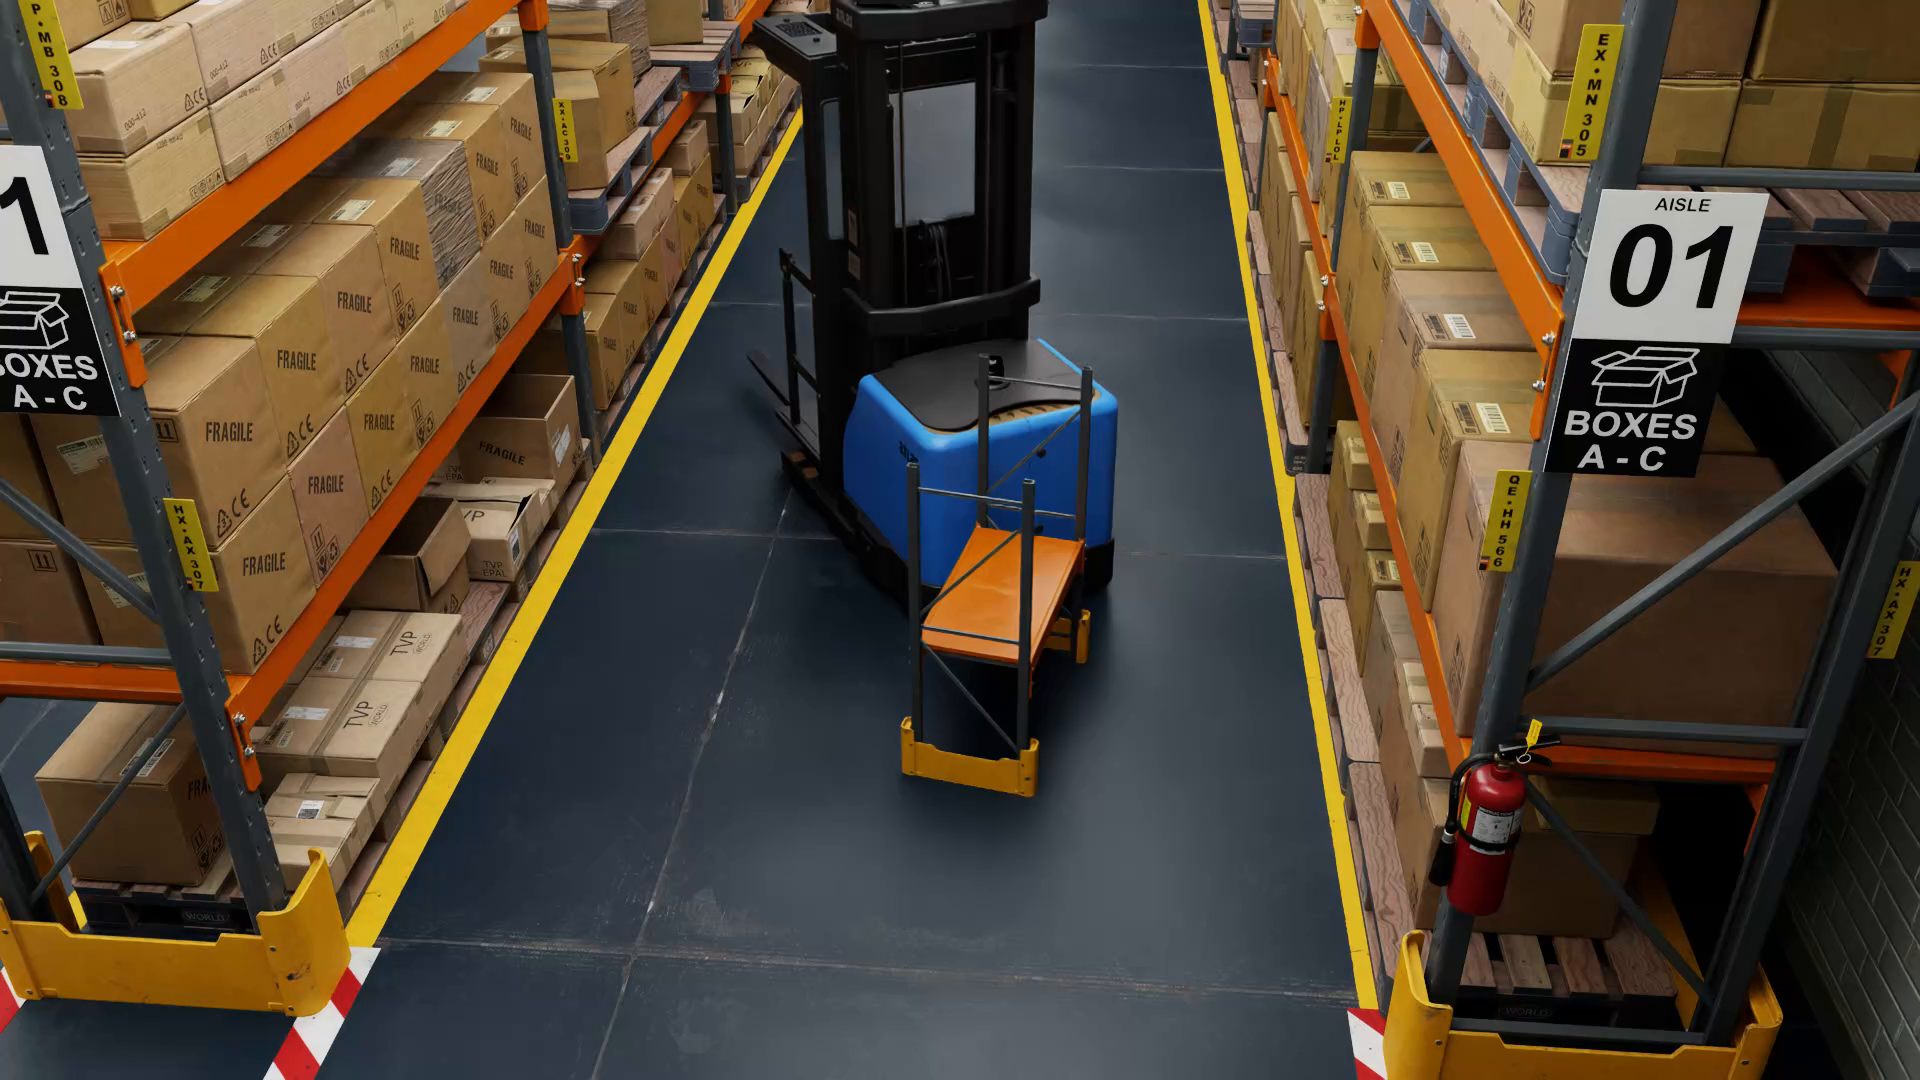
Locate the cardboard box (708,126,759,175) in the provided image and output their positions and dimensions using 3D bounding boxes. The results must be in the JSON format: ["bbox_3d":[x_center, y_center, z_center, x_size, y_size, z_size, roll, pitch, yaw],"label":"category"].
[{"bbox_3d":[-1.886,-3.089,13.125,0.500,0.250,0.500,2,32,4],"label":"cardboard box"}]

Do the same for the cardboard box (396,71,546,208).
[{"bbox_3d":[-2.330,-1.921,7.960,0.500,0.500,0.500,3,32,4],"label":"cardboard box"}]

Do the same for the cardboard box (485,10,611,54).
[{"bbox_3d":[-2.464,-2.876,10.062,0.700,0.500,0.500,-5,32,-9],"label":"cardboard box"}]

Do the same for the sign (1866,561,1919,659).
[{"bbox_3d":[2.618,0.197,4.670,0.100,0.325,0.005,2,32,4],"label":"sign"}]

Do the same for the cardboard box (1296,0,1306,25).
[{"bbox_3d":[2.343,-3.338,10.195,0.500,0.250,0.500,3,32,4],"label":"cardboard box"}]

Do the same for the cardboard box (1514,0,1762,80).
[{"bbox_3d":[1.853,-1.575,4.520,0.500,0.500,0.500,2,32,4],"label":"cardboard box"}]

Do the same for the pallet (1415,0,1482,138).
[{"bbox_3d":[2.212,-1.694,5.866,1.003,0.211,1.213,2,32,4],"label":"pallet"}]

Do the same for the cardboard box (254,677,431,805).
[{"bbox_3d":[-2.505,0.813,6.773,0.500,0.250,0.500,2,32,4],"label":"cardboard box"}]

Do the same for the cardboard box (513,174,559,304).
[{"bbox_3d":[-2.332,-1.499,8.227,0.500,0.500,0.500,3,32,5],"label":"cardboard box"}]

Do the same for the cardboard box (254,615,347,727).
[{"bbox_3d":[-2.966,0.556,7.190,0.500,0.250,0.500,2,32,4],"label":"cardboard box"}]

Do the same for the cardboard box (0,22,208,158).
[{"bbox_3d":[-2.571,-1.320,4.841,0.500,0.250,0.500,2,32,4],"label":"cardboard box"}]

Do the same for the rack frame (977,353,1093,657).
[{"bbox_3d":[0.323,-0.127,7.527,0.500,1.500,0.032,9,33,14],"label":"rack frame"}]

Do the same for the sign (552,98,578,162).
[{"bbox_3d":[-2.005,-2.078,8.437,0.100,0.325,0.005,2,32,4],"label":"sign"}]

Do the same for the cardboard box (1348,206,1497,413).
[{"bbox_3d":[2.265,-0.982,7.198,0.980,0.700,0.700,2,32,3],"label":"cardboard box"}]

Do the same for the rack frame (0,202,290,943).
[{"bbox_3d":[-2.872,0.363,5.301,1.000,3.000,0.127,2,32,4],"label":"rack frame"}]

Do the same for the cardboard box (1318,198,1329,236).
[{"bbox_3d":[2.133,-1.742,8.938,0.380,0.149,0.250,3,32,5],"label":"cardboard box"}]

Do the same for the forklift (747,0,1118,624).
[{"bbox_3d":[-0.339,-1.575,8.512,1.130,2.935,3.031,-14,34,-22],"label":"forklift"}]

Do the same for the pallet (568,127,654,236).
[{"bbox_3d":[-2.373,-2.060,9.416,1.003,0.211,1.213,2,32,4],"label":"pallet"}]

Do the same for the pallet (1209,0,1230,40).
[{"bbox_3d":[3.158,-5.507,17.485,1.003,0.211,1.213,2,32,4],"label":"pallet"}]

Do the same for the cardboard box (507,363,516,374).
[{"bbox_3d":[-2.792,-1.122,9.674,0.500,0.500,0.500,2,32,4],"label":"cardboard box"}]

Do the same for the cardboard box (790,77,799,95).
[{"bbox_3d":[-1.724,-4.159,14.859,0.500,0.250,0.500,3,32,5],"label":"cardboard box"}]

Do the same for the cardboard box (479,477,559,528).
[{"bbox_3d":[-2.281,-0.193,8.503,0.380,0.149,0.250,2,32,4],"label":"cardboard box"}]

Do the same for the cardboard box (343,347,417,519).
[{"bbox_3d":[-2.493,-0.432,6.497,0.500,0.500,0.500,2,32,4],"label":"cardboard box"}]

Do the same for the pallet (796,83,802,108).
[{"bbox_3d":[-1.917,-4.338,15.587,1.003,0.211,1.213,2,32,4],"label":"pallet"}]

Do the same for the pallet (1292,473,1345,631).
[{"bbox_3d":[2.251,0.063,8.447,1.003,0.211,1.213,2,32,4],"label":"pallet"}]

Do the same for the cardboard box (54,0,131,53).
[{"bbox_3d":[-2.847,-1.651,4.663,0.700,0.500,0.500,2,32,4],"label":"cardboard box"}]

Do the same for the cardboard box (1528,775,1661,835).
[{"bbox_3d":[2.212,0.886,5.818,0.380,0.149,0.250,3,32,4],"label":"cardboard box"}]

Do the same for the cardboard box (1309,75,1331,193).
[{"bbox_3d":[2.209,-2.216,9.088,0.500,0.500,0.500,3,32,4],"label":"cardboard box"}]

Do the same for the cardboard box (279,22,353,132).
[{"bbox_3d":[-2.485,-1.630,5.820,0.500,0.250,0.500,2,32,4],"label":"cardboard box"}]

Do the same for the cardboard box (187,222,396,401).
[{"bbox_3d":[-2.493,-0.861,6.239,0.500,0.500,0.500,3,32,5],"label":"cardboard box"}]

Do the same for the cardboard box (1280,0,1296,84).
[{"bbox_3d":[2.370,-3.271,10.802,0.500,0.500,0.500,3,32,6],"label":"cardboard box"}]

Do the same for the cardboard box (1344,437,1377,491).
[{"bbox_3d":[2.018,-0.352,7.825,0.380,0.149,0.250,3,32,6],"label":"cardboard box"}]

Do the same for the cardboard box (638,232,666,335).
[{"bbox_3d":[-2.184,-1.634,10.506,0.500,0.500,0.500,3,32,5],"label":"cardboard box"}]

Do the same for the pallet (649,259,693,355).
[{"bbox_3d":[-2.422,-1.608,11.158,1.003,0.211,1.213,2,32,4],"label":"pallet"}]

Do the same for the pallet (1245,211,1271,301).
[{"bbox_3d":[2.577,-2.014,11.817,1.003,0.211,1.213,2,32,4],"label":"pallet"}]

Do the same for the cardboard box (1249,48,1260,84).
[{"bbox_3d":[2.999,-4.439,15.058,0.700,0.500,0.500,3,32,6],"label":"cardboard box"}]

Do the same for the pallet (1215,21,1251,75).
[{"bbox_3d":[3.061,-4.867,16.447,1.003,0.211,1.213,2,32,4],"label":"pallet"}]

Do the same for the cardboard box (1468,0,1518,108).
[{"bbox_3d":[1.901,-1.528,5.159,0.500,0.250,0.500,1,32,2],"label":"cardboard box"}]

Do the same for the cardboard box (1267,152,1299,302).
[{"bbox_3d":[2.448,-2.037,10.845,0.750,0.750,0.750,2,32,4],"label":"cardboard box"}]

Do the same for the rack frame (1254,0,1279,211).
[{"bbox_3d":[2.716,-3.610,11.749,1.000,3.000,0.127,2,32,4],"label":"rack frame"}]

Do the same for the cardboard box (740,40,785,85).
[{"bbox_3d":[-1.766,-4.139,14.293,0.500,0.311,0.500,2,32,3],"label":"cardboard box"}]

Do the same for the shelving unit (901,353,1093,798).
[{"bbox_3d":[0.179,0.134,7.104,0.587,1.500,1.083,9,33,14],"label":"shelving unit"}]

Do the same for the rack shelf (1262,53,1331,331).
[{"bbox_3d":[2.554,-2.258,10.241,1.077,0.370,4.000,2,32,4],"label":"rack shelf"}]

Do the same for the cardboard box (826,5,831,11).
[{"bbox_3d":[-1.556,-5.149,16.467,0.500,0.250,0.500,2,32,4],"label":"cardboard box"}]

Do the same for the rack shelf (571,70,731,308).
[{"bbox_3d":[-2.384,-2.468,10.581,1.077,0.370,4.000,2,32,4],"label":"rack shelf"}]

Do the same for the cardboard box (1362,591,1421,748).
[{"bbox_3d":[2.103,0.563,6.959,0.700,0.500,0.500,1,32,2],"label":"cardboard box"}]

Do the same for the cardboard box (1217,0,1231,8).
[{"bbox_3d":[3.066,-5.879,17.394,0.700,0.500,0.500,1,32,1],"label":"cardboard box"}]

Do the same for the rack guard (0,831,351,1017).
[{"bbox_3d":[-2.866,1.388,6.022,1.175,0.500,0.348,2,32,4],"label":"rack guard"}]
